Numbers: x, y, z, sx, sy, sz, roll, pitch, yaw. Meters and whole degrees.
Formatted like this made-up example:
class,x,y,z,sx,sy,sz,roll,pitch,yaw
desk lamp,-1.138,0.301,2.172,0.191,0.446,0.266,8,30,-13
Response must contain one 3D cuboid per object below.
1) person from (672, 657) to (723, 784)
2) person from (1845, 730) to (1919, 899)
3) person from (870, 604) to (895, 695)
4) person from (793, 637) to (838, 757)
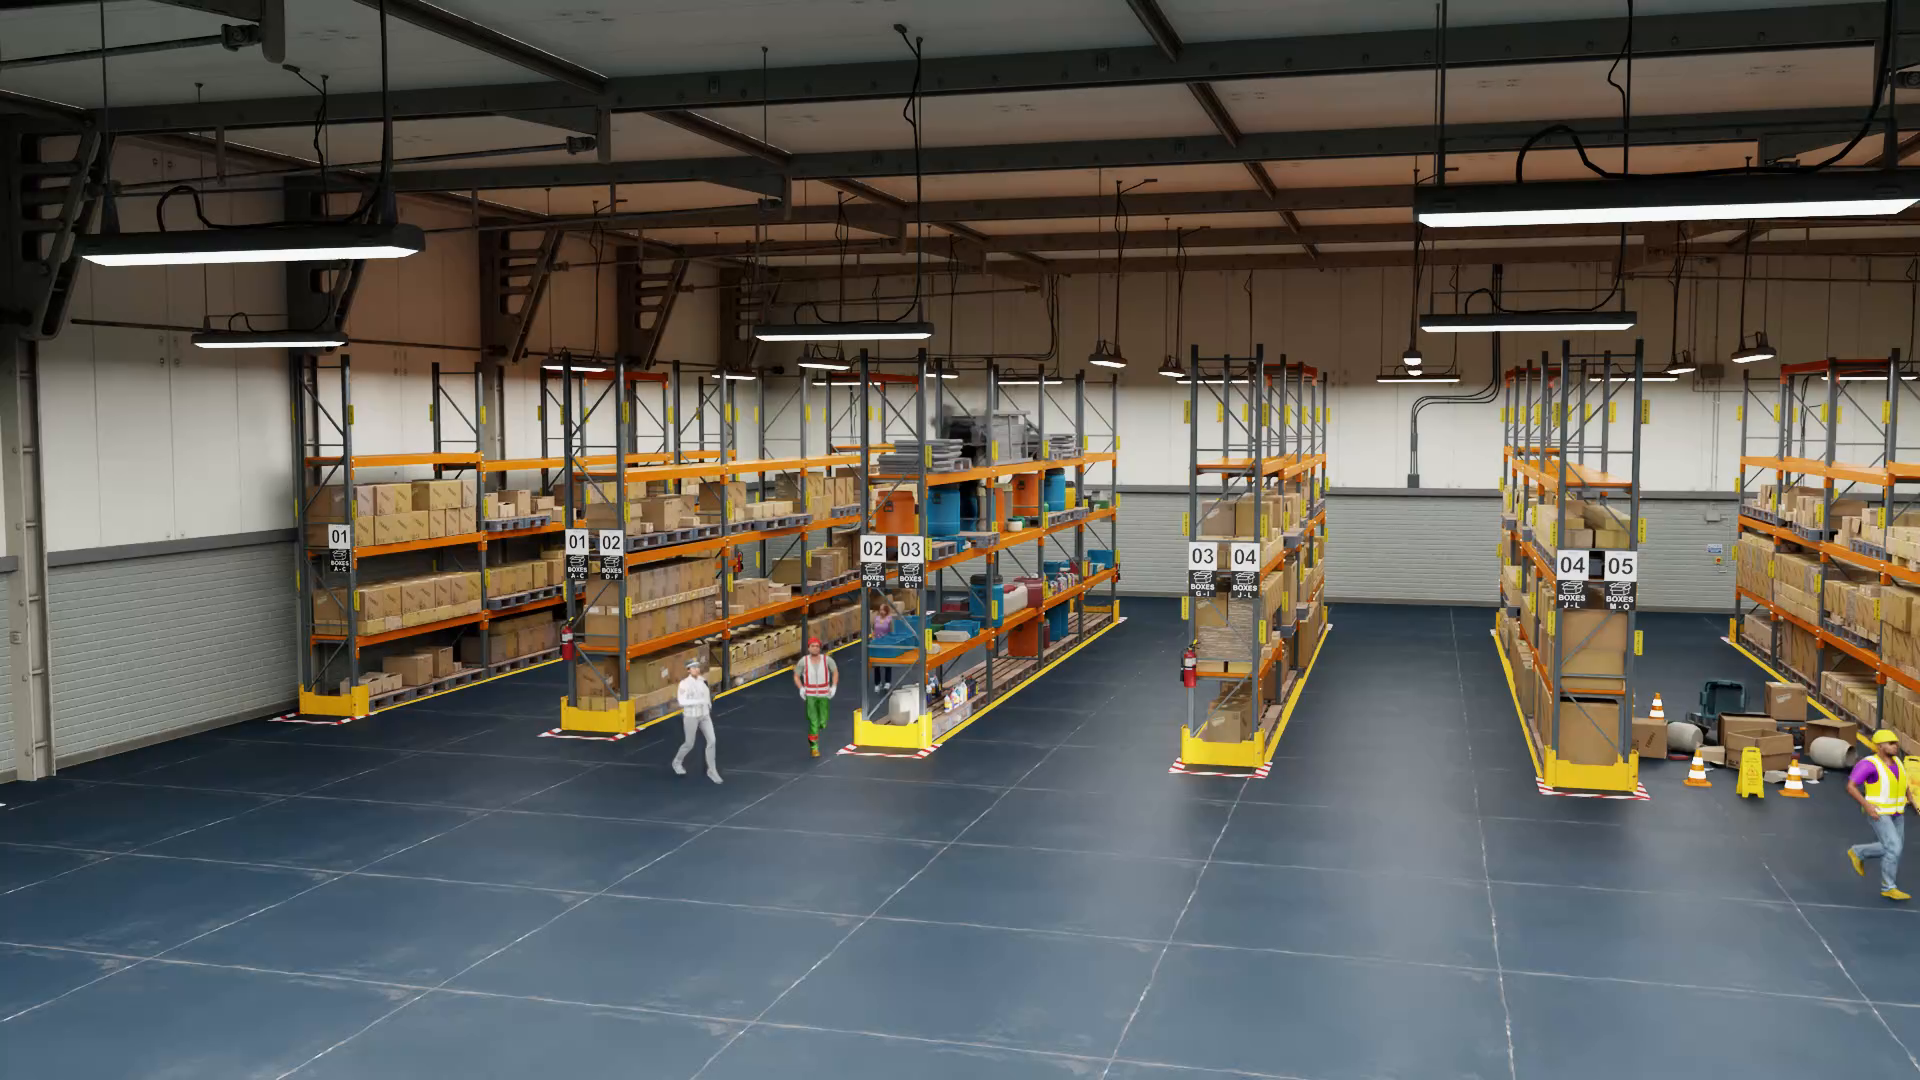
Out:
class,x,y,z,sx,sy,sz,roll,pitch,yaw
person,-3.603,2.453,22.843,0.622,1.714,0.896,-4,6,-44
person,9.608,2.833,17.379,0.739,1.734,0.795,-2,5,-23
person,-1.399,1.959,29.952,0.503,1.627,0.691,1,4,7
person,-2.125,2.292,24.537,0.667,1.759,0.681,-1,4,-12
